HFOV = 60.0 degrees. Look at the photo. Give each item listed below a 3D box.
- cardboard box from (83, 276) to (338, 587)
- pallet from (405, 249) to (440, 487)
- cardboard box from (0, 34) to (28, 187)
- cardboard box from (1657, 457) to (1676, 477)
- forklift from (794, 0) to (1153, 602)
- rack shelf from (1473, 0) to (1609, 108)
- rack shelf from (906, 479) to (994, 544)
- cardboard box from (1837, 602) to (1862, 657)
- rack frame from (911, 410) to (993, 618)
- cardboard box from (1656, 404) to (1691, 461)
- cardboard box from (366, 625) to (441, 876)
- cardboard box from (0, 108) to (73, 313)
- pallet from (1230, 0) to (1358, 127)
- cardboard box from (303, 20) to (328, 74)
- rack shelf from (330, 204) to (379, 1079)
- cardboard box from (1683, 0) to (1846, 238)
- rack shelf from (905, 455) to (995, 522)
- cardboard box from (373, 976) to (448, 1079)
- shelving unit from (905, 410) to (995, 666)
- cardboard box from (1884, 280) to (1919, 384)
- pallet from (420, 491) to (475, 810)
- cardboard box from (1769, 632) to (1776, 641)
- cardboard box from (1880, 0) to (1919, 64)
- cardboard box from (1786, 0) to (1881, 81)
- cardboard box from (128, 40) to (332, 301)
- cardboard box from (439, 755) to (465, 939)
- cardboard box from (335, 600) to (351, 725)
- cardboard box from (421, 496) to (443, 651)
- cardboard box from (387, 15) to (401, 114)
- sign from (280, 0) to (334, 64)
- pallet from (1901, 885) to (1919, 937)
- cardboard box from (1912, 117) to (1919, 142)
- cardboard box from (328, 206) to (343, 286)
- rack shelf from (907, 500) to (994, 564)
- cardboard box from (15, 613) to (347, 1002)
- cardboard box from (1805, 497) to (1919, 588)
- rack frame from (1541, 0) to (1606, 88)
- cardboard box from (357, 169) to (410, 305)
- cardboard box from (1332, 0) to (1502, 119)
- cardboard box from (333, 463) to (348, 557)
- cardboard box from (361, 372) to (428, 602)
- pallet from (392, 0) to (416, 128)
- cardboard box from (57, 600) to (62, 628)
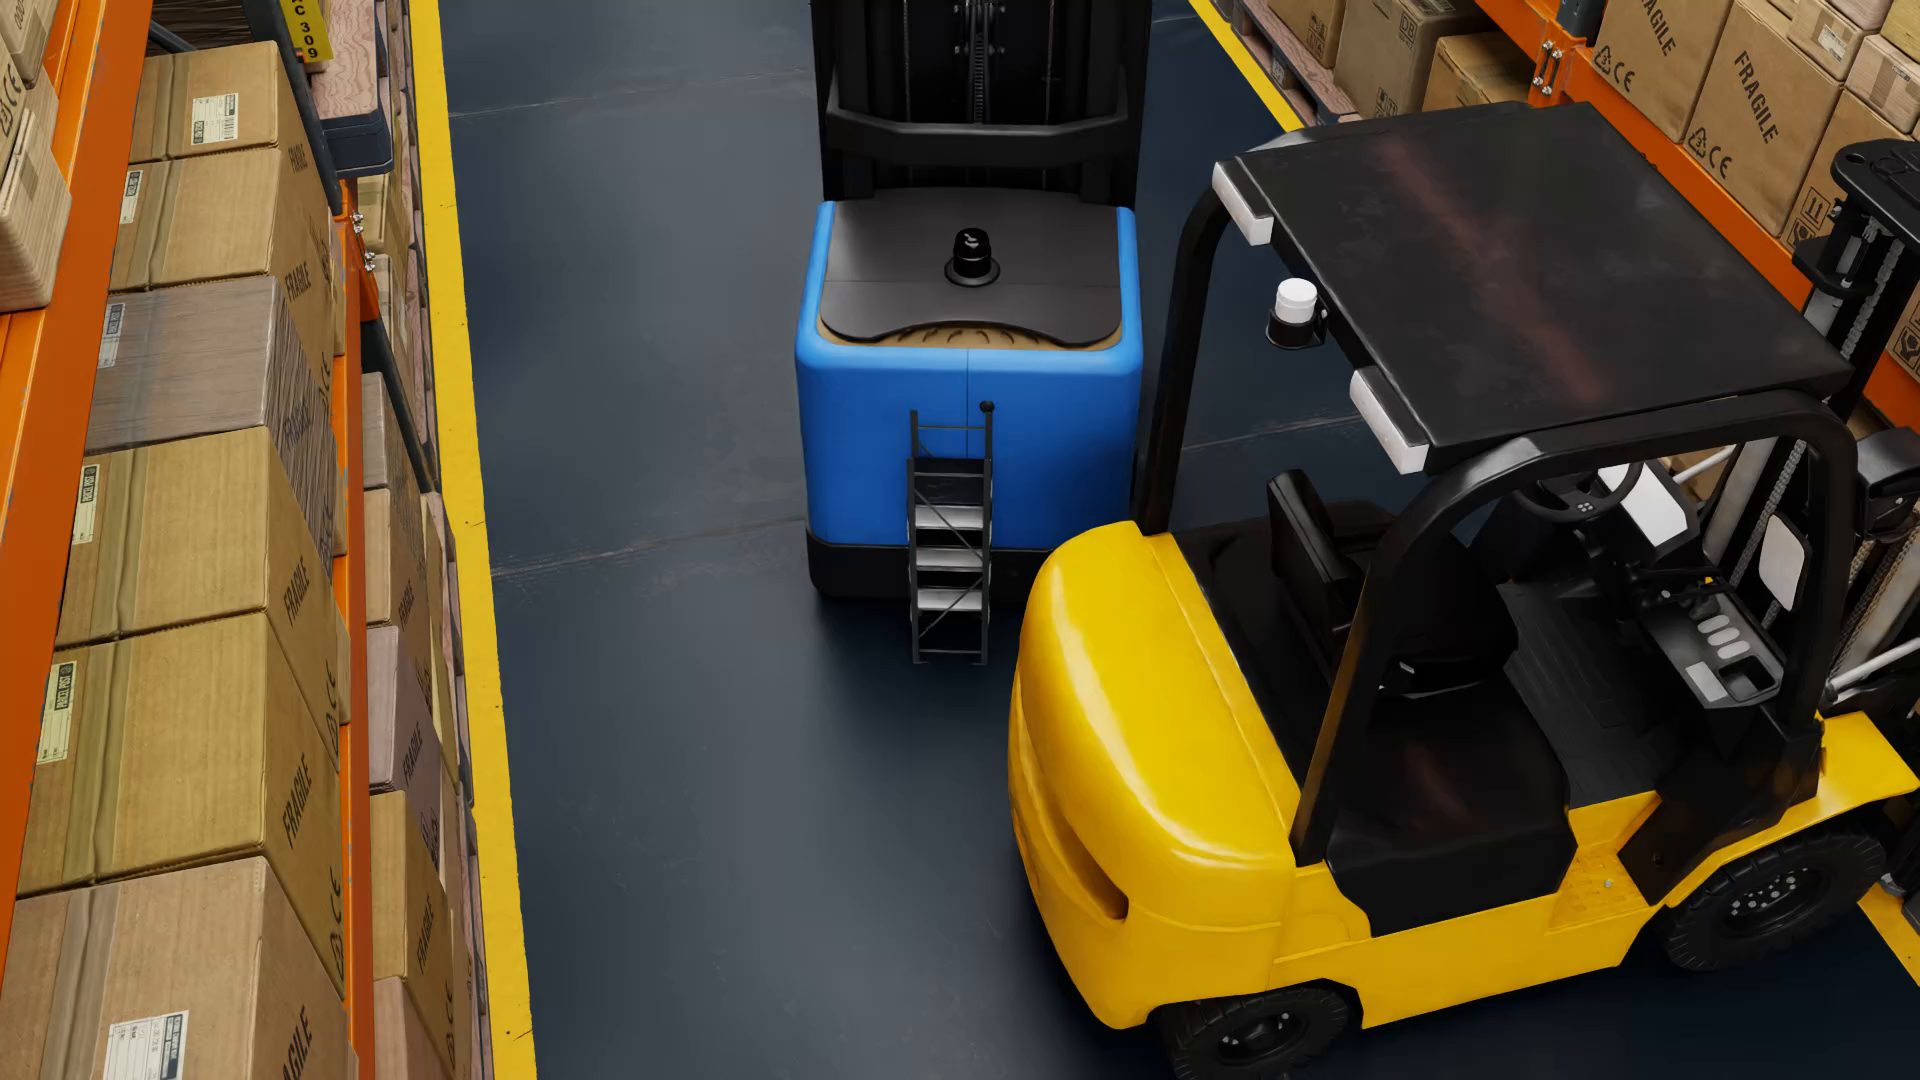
[{"bbox_3d":[-1.659,-0.186,3.553,0.500,0.500,0.500,-10,46,-9],"label":"cardboard box"},{"bbox_3d":[-2.490,-0.581,6.171,1.003,0.211,1.213,-11,47,-10],"label":"pallet"},{"bbox_3d":[-1.412,-0.457,1.894,0.500,0.250,0.500,-9,46,-9],"label":"cardboard box"},{"bbox_3d":[2.457,-0.372,5.645,0.500,0.250,0.500,-12,47,-11],"label":"cardboard box"},{"bbox_3d":[0.077,-1.858,5.519,1.130,2.935,3.031,2,46,1],"label":"forklift"},{"bbox_3d":[1.996,-3.059,7.151,1.077,0.370,4.000,-11,47,-10],"label":"rack shelf"},{"bbox_3d":[-0.028,-0.091,5.003,0.258,0.077,0.200,1,46,1],"label":"rack shelf"},{"bbox_3d":[2.710,0.147,4.787,0.500,0.250,0.500,-11,47,-10],"label":"cardboard box"},{"bbox_3d":[-0.025,-0.060,5.179,0.240,0.900,0.006,1,46,1],"label":"rack frame"},{"bbox_3d":[2.465,-0.551,5.471,0.500,0.250,0.500,-11,47,-11],"label":"cardboard box"},{"bbox_3d":[-1.615,0.596,4.172,0.500,0.500,0.500,-8,46,-8],"label":"cardboard box"},{"bbox_3d":[-1.371,-0.399,2.117,0.380,0.149,0.250,-10,46,-10],"label":"cardboard box"},{"bbox_3d":[1.966,-2.299,7.855,1.003,0.211,1.213,-11,47,-10],"label":"pallet"},{"bbox_3d":[-2.125,-1.518,5.019,0.380,0.149,0.250,-10,46,-10],"label":"cardboard box"},{"bbox_3d":[-1.777,0.613,3.552,1.077,0.370,4.000,-11,47,-10],"label":"rack shelf"},{"bbox_3d":[2.519,-1.254,4.809,0.500,0.500,0.500,-10,46,-10],"label":"cardboard box"},{"bbox_3d":[-0.028,-0.154,4.939,0.258,0.077,0.200,1,46,1],"label":"rack shelf"},{"bbox_3d":[-1.349,1.311,3.471,0.500,0.500,0.500,-12,47,-12],"label":"cardboard box"},{"bbox_3d":[-0.028,0.012,5.108,0.258,0.900,0.210,1,46,1],"label":"shelving unit"},{"bbox_3d":[2.758,-0.553,4.122,0.500,0.500,0.500,-10,46,-10],"label":"cardboard box"},{"bbox_3d":[-2.083,0.414,5.197,1.003,0.211,1.213,-11,47,-10],"label":"pallet"},{"bbox_3d":[2.714,0.334,4.953,0.500,0.250,0.500,-9,46,-9],"label":"cardboard box"},{"bbox_3d":[2.590,-1.312,4.203,0.380,0.149,0.250,-11,47,-11],"label":"cardboard box"},{"bbox_3d":[2.488,-1.386,4.484,0.380,0.149,0.250,-10,46,-9],"label":"cardboard box"},{"bbox_3d":[-1.935,-0.897,4.251,0.500,0.500,0.500,-12,47,-11],"label":"cardboard box"},{"bbox_3d":[-1.606,0.873,4.426,0.500,0.250,0.500,-10,46,-10],"label":"cardboard box"},{"bbox_3d":[-1.511,0.289,3.543,0.380,0.149,0.250,-10,46,-10],"label":"cardboard box"},{"bbox_3d":[-1.878,0.155,5.129,0.500,0.250,0.500,-9,46,-9],"label":"cardboard box"},{"bbox_3d":[-2.981,-2.108,7.262,0.950,0.372,0.625,-12,47,-11],"label":"cardboard box"},{"bbox_3d":[-1.767,-1.427,4.442,0.100,0.325,0.005,-11,47,-10],"label":"sign"},{"bbox_3d":[3.296,1.288,4.340,1.003,0.211,1.213,-11,47,-10],"label":"pallet"},{"bbox_3d":[2.635,-1.034,4.139,0.380,0.149,0.250,-12,47,-12],"label":"cardboard box"},{"bbox_3d":[-1.912,-0.765,4.576,0.380,0.149,0.250,-11,47,-11],"label":"cardboard box"},{"bbox_3d":[-0.028,-0.028,5.068,0.258,0.077,0.200,1,46,1],"label":"rack shelf"},{"bbox_3d":[-1.386,0.517,2.865,0.500,0.500,0.500,-12,47,-11],"label":"cardboard box"},{"bbox_3d":[2.715,-0.013,4.593,0.500,0.250,0.500,-12,47,-11],"label":"cardboard box"},{"bbox_3d":[2.508,-1.930,5.541,1.000,3.000,0.127,-11,47,-10],"label":"rack frame"},{"bbox_3d":[-2.613,-1.104,6.278,0.950,0.372,0.625,-8,46,-8],"label":"cardboard box"},{"bbox_3d":[2.173,-2.141,7.116,0.875,0.625,0.625,-11,47,-11],"label":"cardboard box"},{"bbox_3d":[-1.649,-0.064,3.889,0.380,0.149,0.250,-11,47,-11],"label":"cardboard box"},{"bbox_3d":[-1.878,-0.107,4.861,0.500,0.500,0.500,-11,47,-11],"label":"cardboard box"},{"bbox_3d":[-3.115,-2.265,7.822,1.003,0.211,1.213,-11,47,-10],"label":"pallet"},{"bbox_3d":[-1.953,-0.113,2.783,0.700,0.500,0.500,-11,47,-11],"label":"cardboard box"}]
